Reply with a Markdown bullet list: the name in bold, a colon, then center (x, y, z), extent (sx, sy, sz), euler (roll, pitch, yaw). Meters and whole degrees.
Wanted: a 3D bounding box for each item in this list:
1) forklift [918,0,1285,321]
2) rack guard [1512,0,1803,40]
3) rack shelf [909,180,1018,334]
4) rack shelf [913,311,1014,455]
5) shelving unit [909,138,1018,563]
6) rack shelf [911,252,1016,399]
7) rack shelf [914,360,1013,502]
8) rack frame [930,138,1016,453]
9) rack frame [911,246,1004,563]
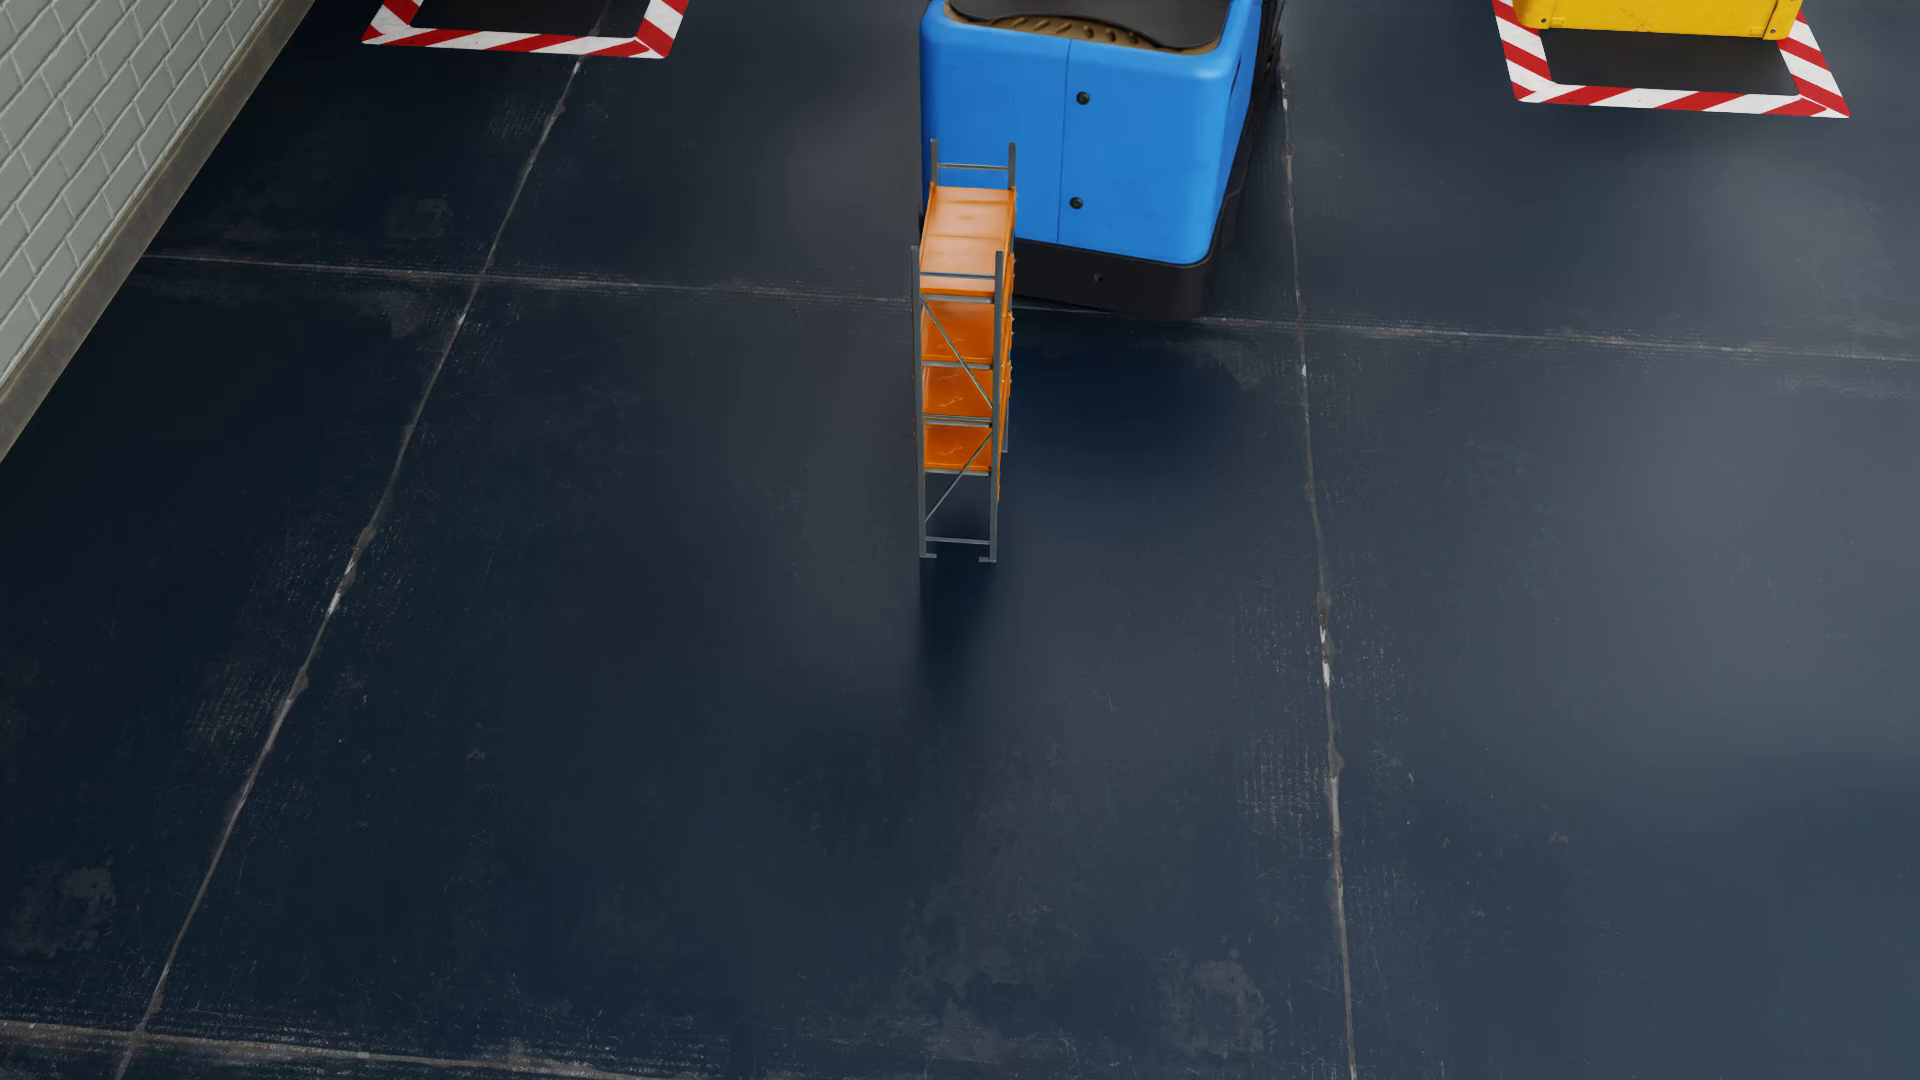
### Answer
- **forklift**: center (0.731, -2.873, 5.891), extent (1.130, 2.935, 3.031), euler (11, 49, 10)
- **rack guard**: center (3.056, -2.508, 7.205), extent (1.175, 0.500, 0.348), euler (4, 48, 4)
- **rack shelf**: center (0.015, -0.792, 4.629), extent (0.258, 0.148, 0.480), euler (4, 48, 4)
- **rack shelf**: center (0.015, -0.481, 4.968), extent (0.258, 0.148, 0.480), euler (4, 48, 4)
- **shelving unit**: center (0.015, -0.527, 4.919), extent (0.258, 1.200, 0.503), euler (4, 48, 4)
- **rack shelf**: center (0.015, -0.632, 4.803), extent (0.258, 0.148, 0.480), euler (4, 48, 4)
- **rack shelf**: center (0.015, -0.347, 5.115), extent (0.258, 0.148, 0.480), euler (4, 48, 4)
- **rack frame**: center (0.037, -0.706, 5.082), extent (0.240, 1.200, 0.015), euler (4, 48, 4)
- **rack frame**: center (-0.007, -0.347, 4.755), extent (0.240, 1.200, 0.015), euler (4, 48, 4)
